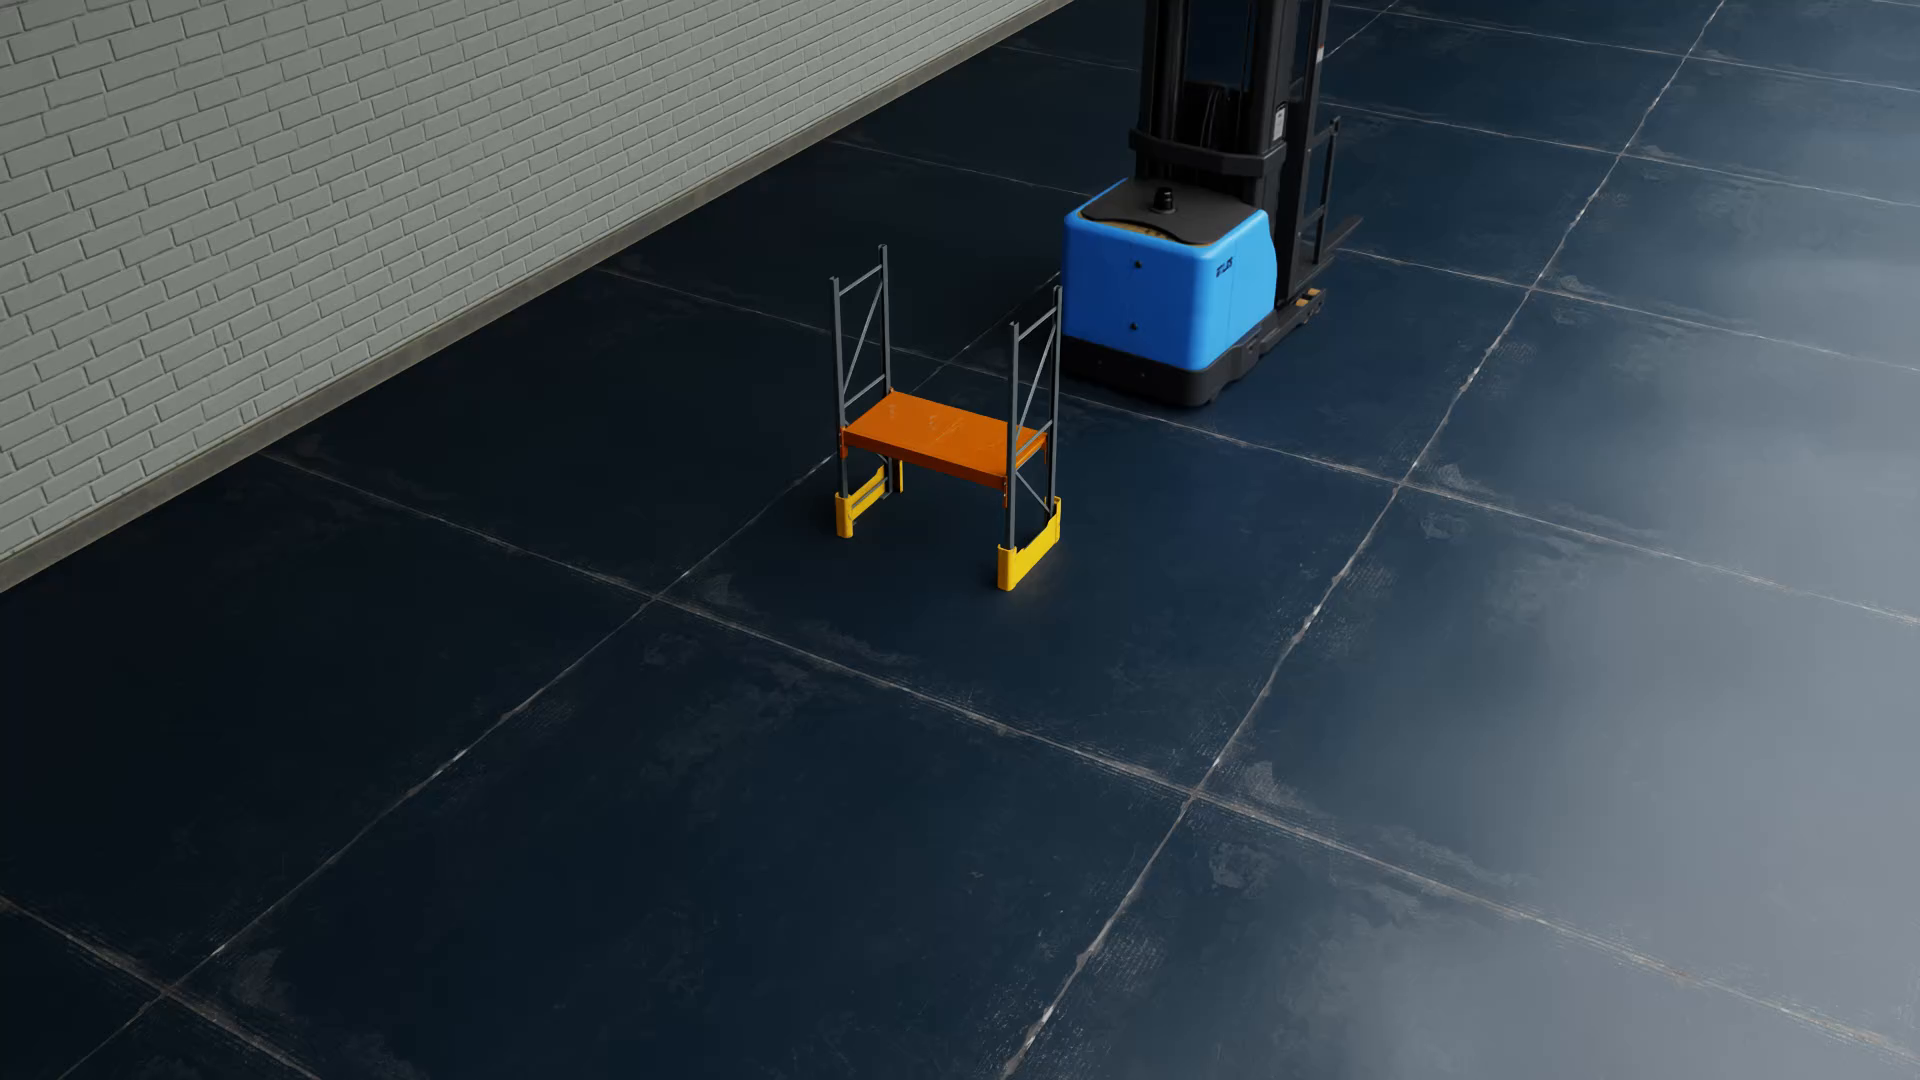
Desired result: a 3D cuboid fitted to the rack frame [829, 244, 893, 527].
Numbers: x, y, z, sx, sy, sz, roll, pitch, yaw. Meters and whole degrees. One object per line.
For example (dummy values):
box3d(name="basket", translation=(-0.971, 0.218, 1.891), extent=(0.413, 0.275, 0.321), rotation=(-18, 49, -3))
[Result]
box3d(name="rack frame", translation=(-0.515, -0.788, 8.850), extent=(0.032, 1.500, 0.500), rotation=(18, 37, 24))

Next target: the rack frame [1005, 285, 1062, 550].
box3d(name="rack frame", translation=(0.367, -0.508, 8.431), extent=(0.032, 1.500, 0.500), rotation=(18, 37, 24))

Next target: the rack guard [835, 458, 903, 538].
box3d(name="rack guard", translation=(-0.499, -0.262, 9.189), extent=(0.087, 0.250, 0.587), rotation=(18, 37, 24))

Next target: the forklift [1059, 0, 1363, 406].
box3d(name="forklift", translation=(1.839, -2.809, 10.595), extent=(1.130, 2.935, 3.031), rotation=(20, 39, 27))

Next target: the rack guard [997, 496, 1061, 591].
box3d(name="rack guard", translation=(0.366, 0.012, 8.778), extent=(0.087, 0.250, 0.587), rotation=(18, 37, 24))

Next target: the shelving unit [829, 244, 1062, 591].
box3d(name="shelving unit", translation=(-0.066, -0.645, 8.637), extent=(1.083, 1.500, 0.587), rotation=(18, 37, 24))

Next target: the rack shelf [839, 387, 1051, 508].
box3d(name="rack shelf", translation=(-0.074, -0.498, 8.740), extent=(1.000, 0.185, 0.538), rotation=(18, 37, 24))
